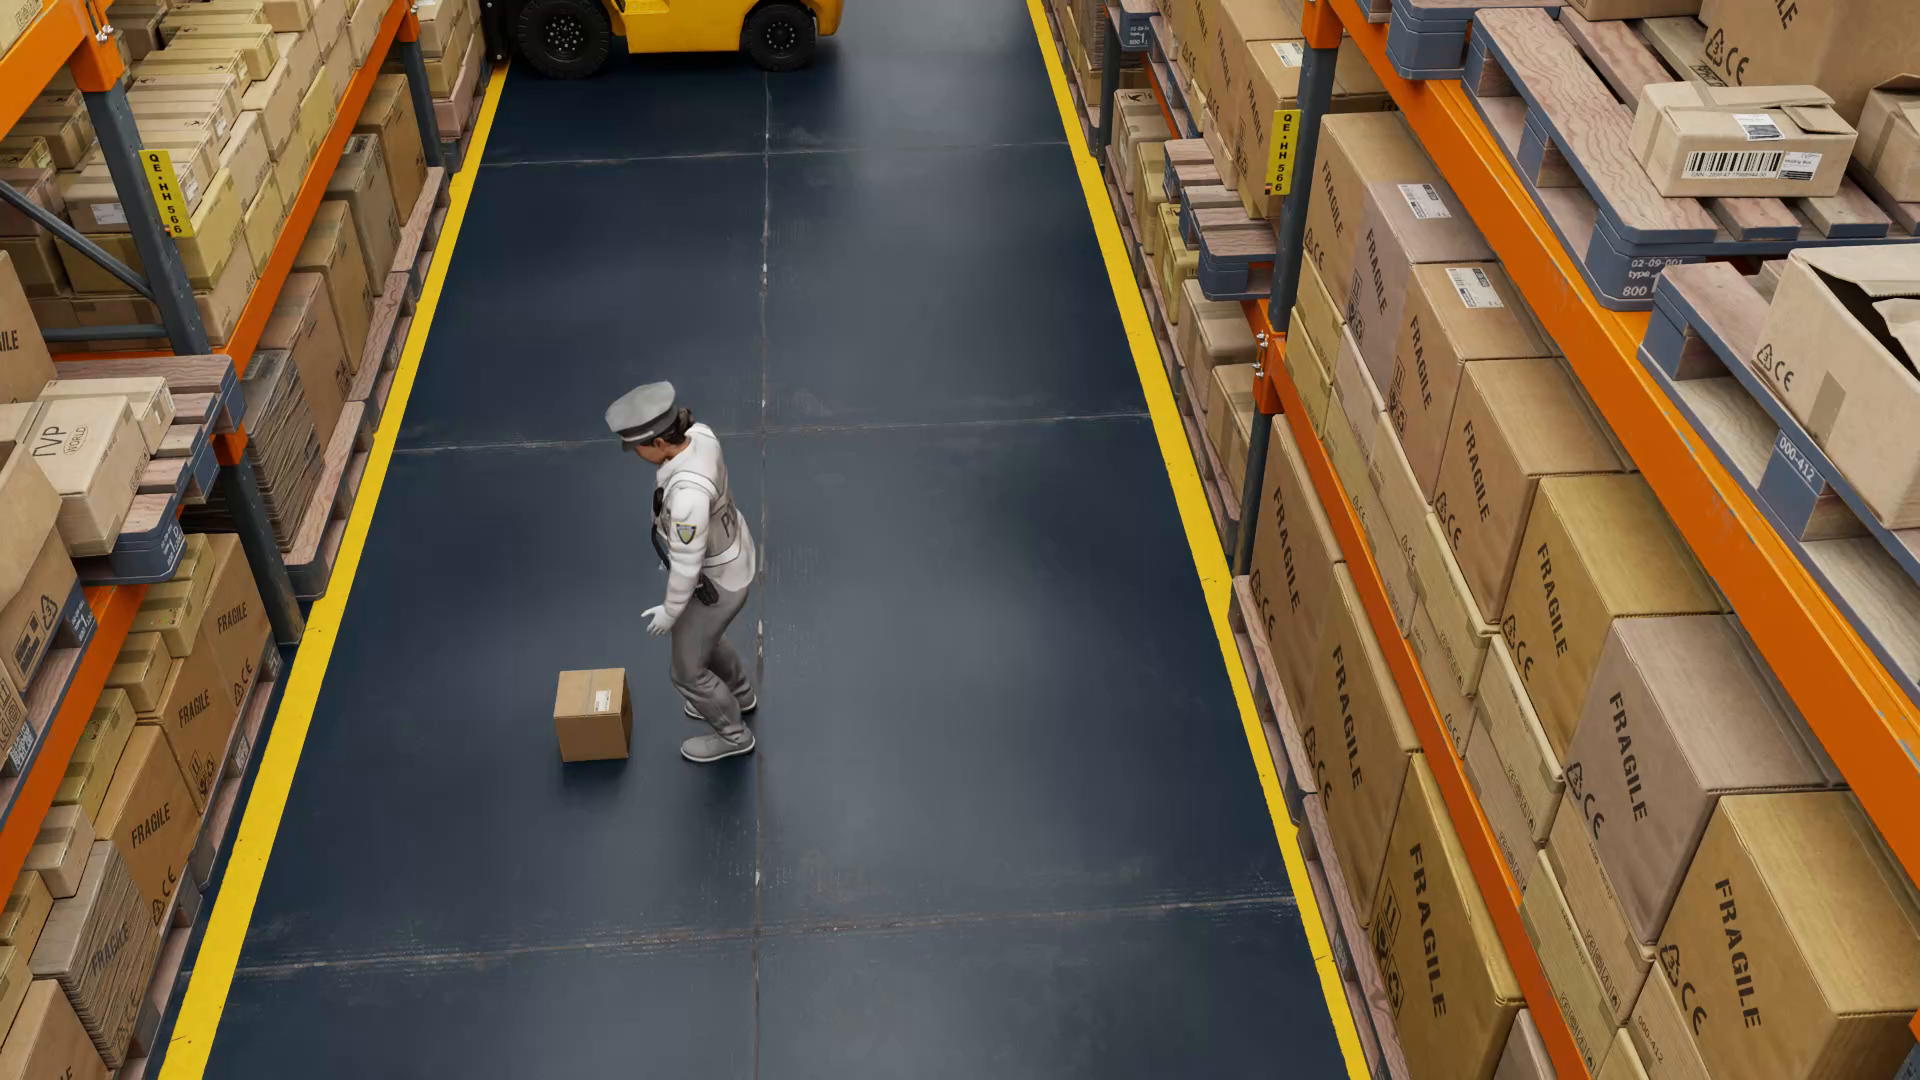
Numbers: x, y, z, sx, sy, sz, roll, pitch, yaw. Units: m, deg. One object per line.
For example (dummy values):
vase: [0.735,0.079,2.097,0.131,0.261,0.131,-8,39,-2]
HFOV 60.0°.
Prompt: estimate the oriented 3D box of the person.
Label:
person: [-0.960,0.144,6.019,0.446,1.626,0.500,-2,39,-3]
